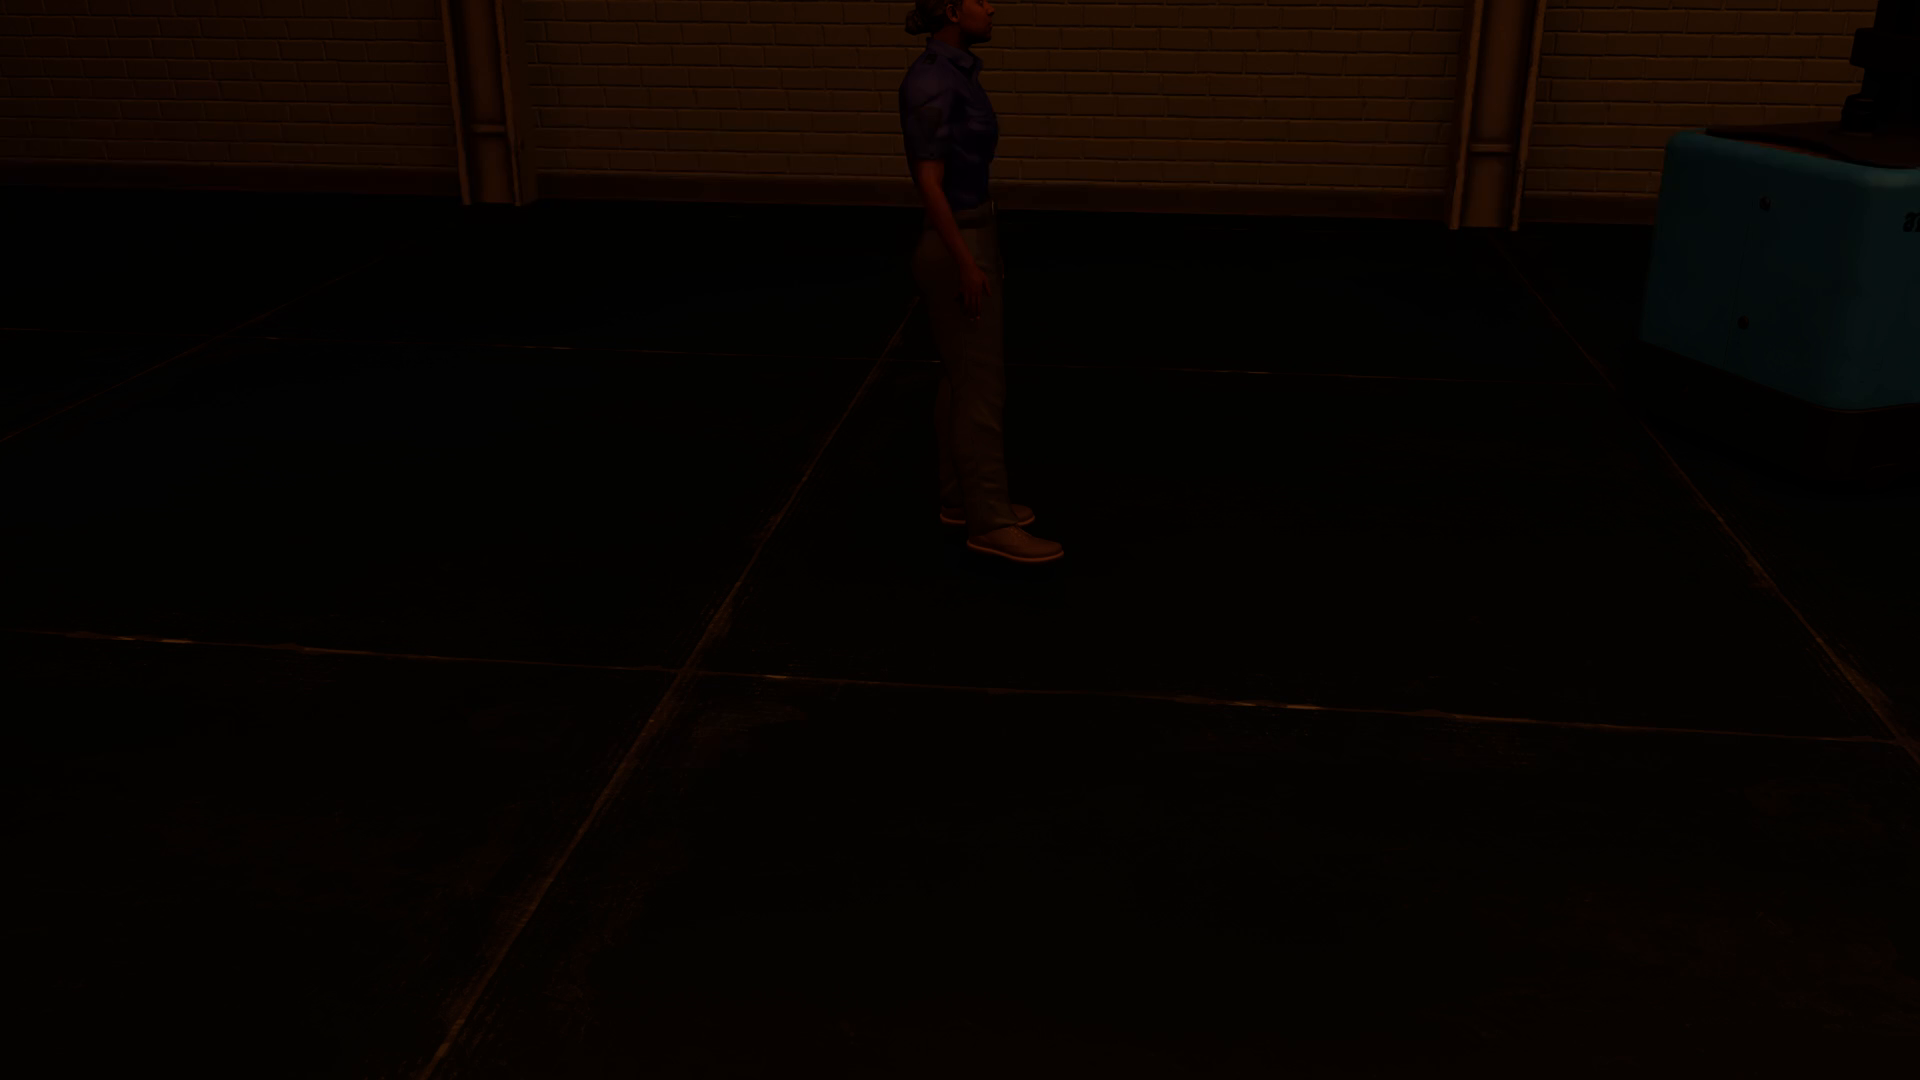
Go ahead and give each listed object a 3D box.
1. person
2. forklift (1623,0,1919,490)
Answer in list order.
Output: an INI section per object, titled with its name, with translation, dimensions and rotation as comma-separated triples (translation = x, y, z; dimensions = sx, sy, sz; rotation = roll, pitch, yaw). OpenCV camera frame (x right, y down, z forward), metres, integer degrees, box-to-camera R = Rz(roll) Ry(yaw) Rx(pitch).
[person]
translation = 0.084, -0.794, 4.824
dimensions = 0.503, 1.641, 0.569
rotation = 3, 22, 7
[forklift]
translation = 4.090, -1.839, 5.820
dimensions = 3.031, 2.935, 1.130
rotation = -7, 23, -17
